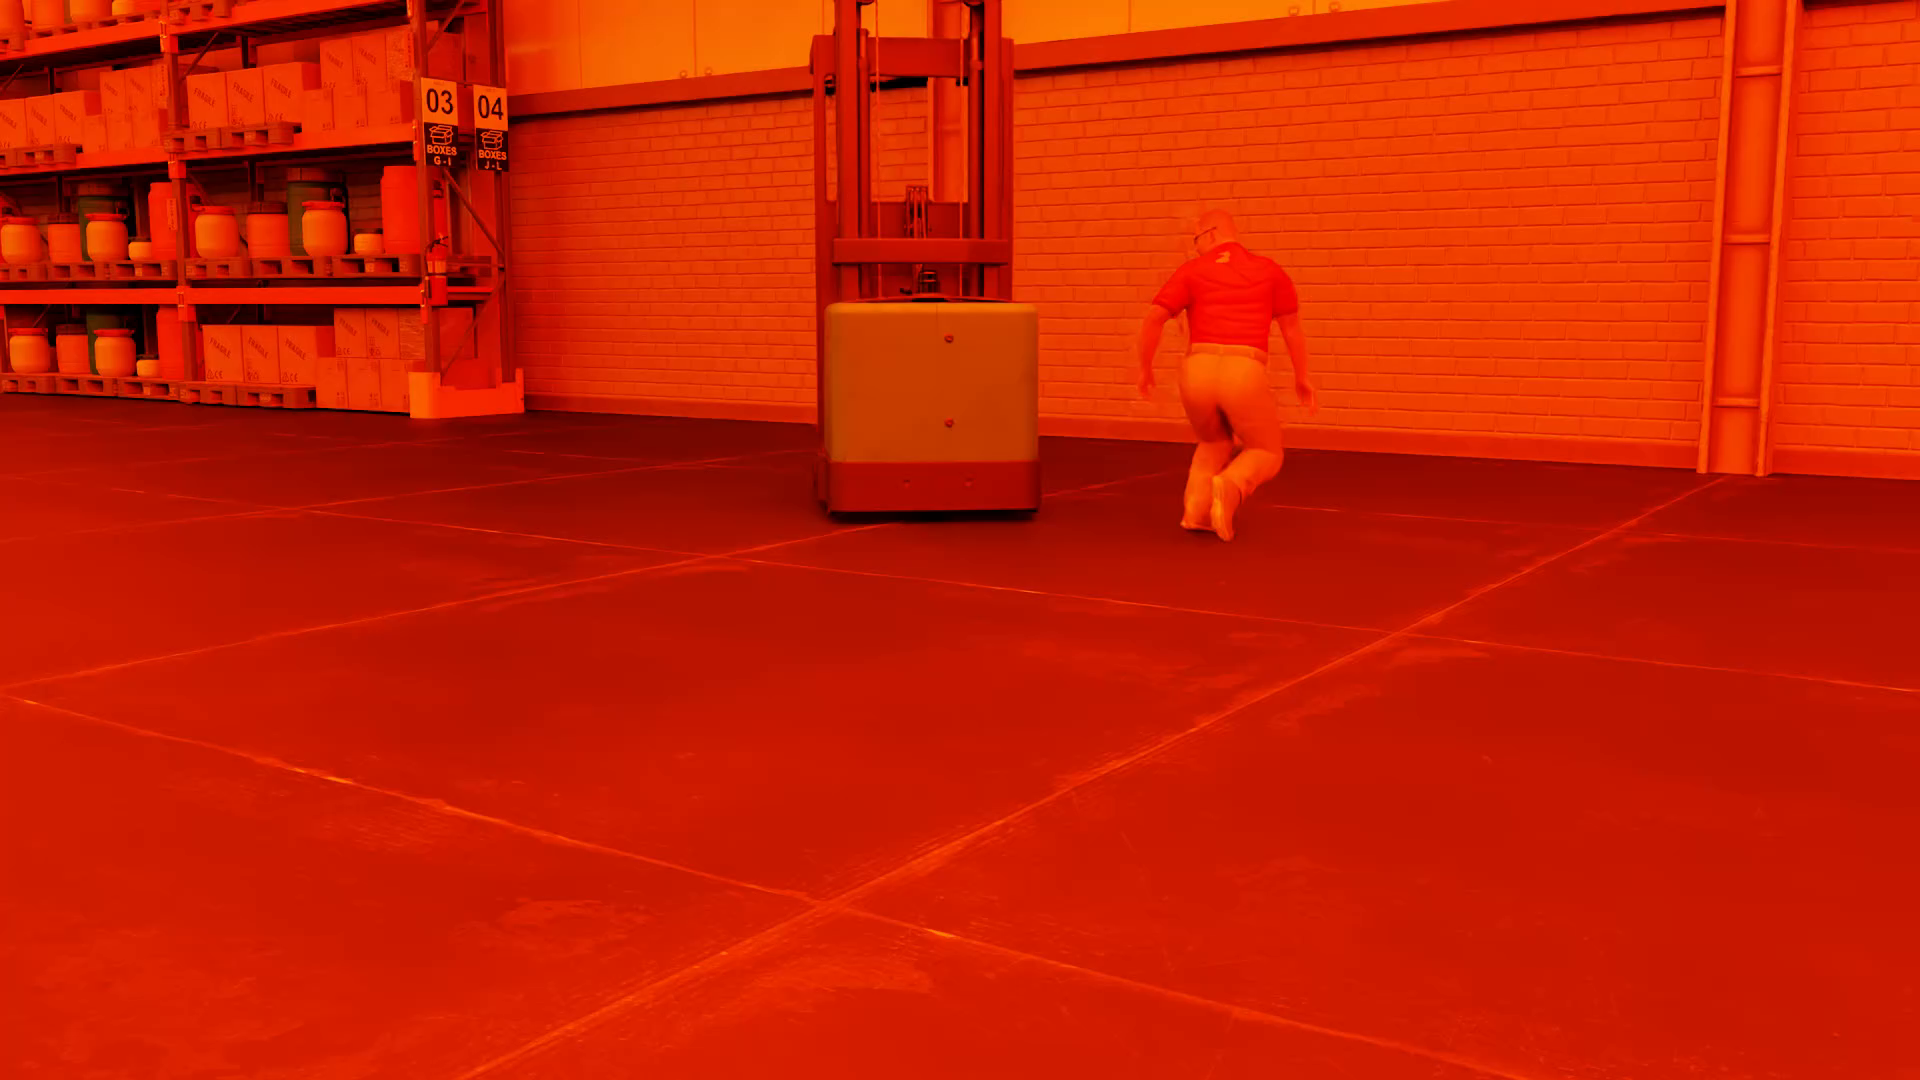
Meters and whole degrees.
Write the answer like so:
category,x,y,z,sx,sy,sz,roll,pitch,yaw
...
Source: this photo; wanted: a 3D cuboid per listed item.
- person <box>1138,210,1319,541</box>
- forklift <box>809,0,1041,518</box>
category,x,y,z,sx,sy,sz,roll,pitch,yaw
person,1.228,-0.768,7.730,0.832,1.528,0.648,3,9,19
forklift,-0.281,-1.735,9.391,1.130,2.935,3.031,-1,8,-6
